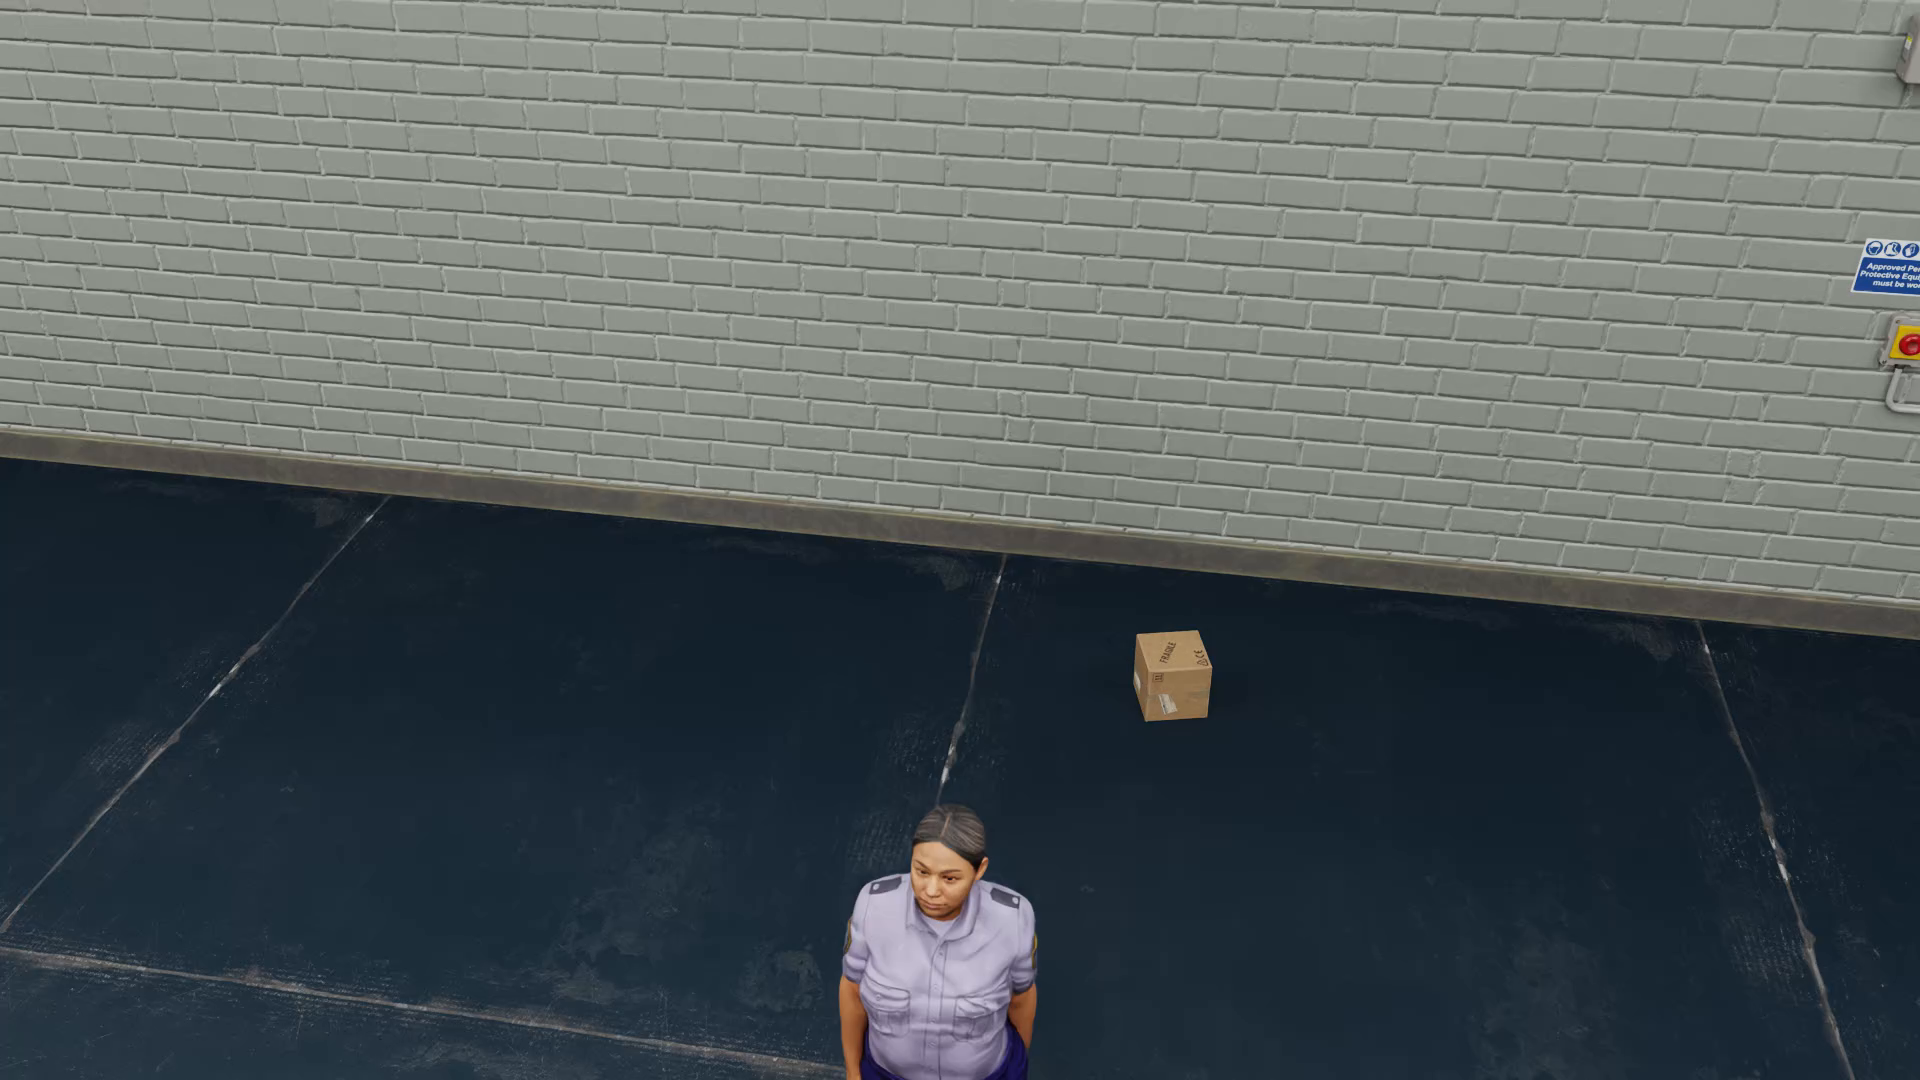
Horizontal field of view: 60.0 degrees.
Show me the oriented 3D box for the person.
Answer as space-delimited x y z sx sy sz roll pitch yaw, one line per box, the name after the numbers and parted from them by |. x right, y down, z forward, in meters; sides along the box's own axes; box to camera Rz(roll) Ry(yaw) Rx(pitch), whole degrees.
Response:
-0.052 1.279 4.134 0.473 1.620 0.752 5 33 8 | person
